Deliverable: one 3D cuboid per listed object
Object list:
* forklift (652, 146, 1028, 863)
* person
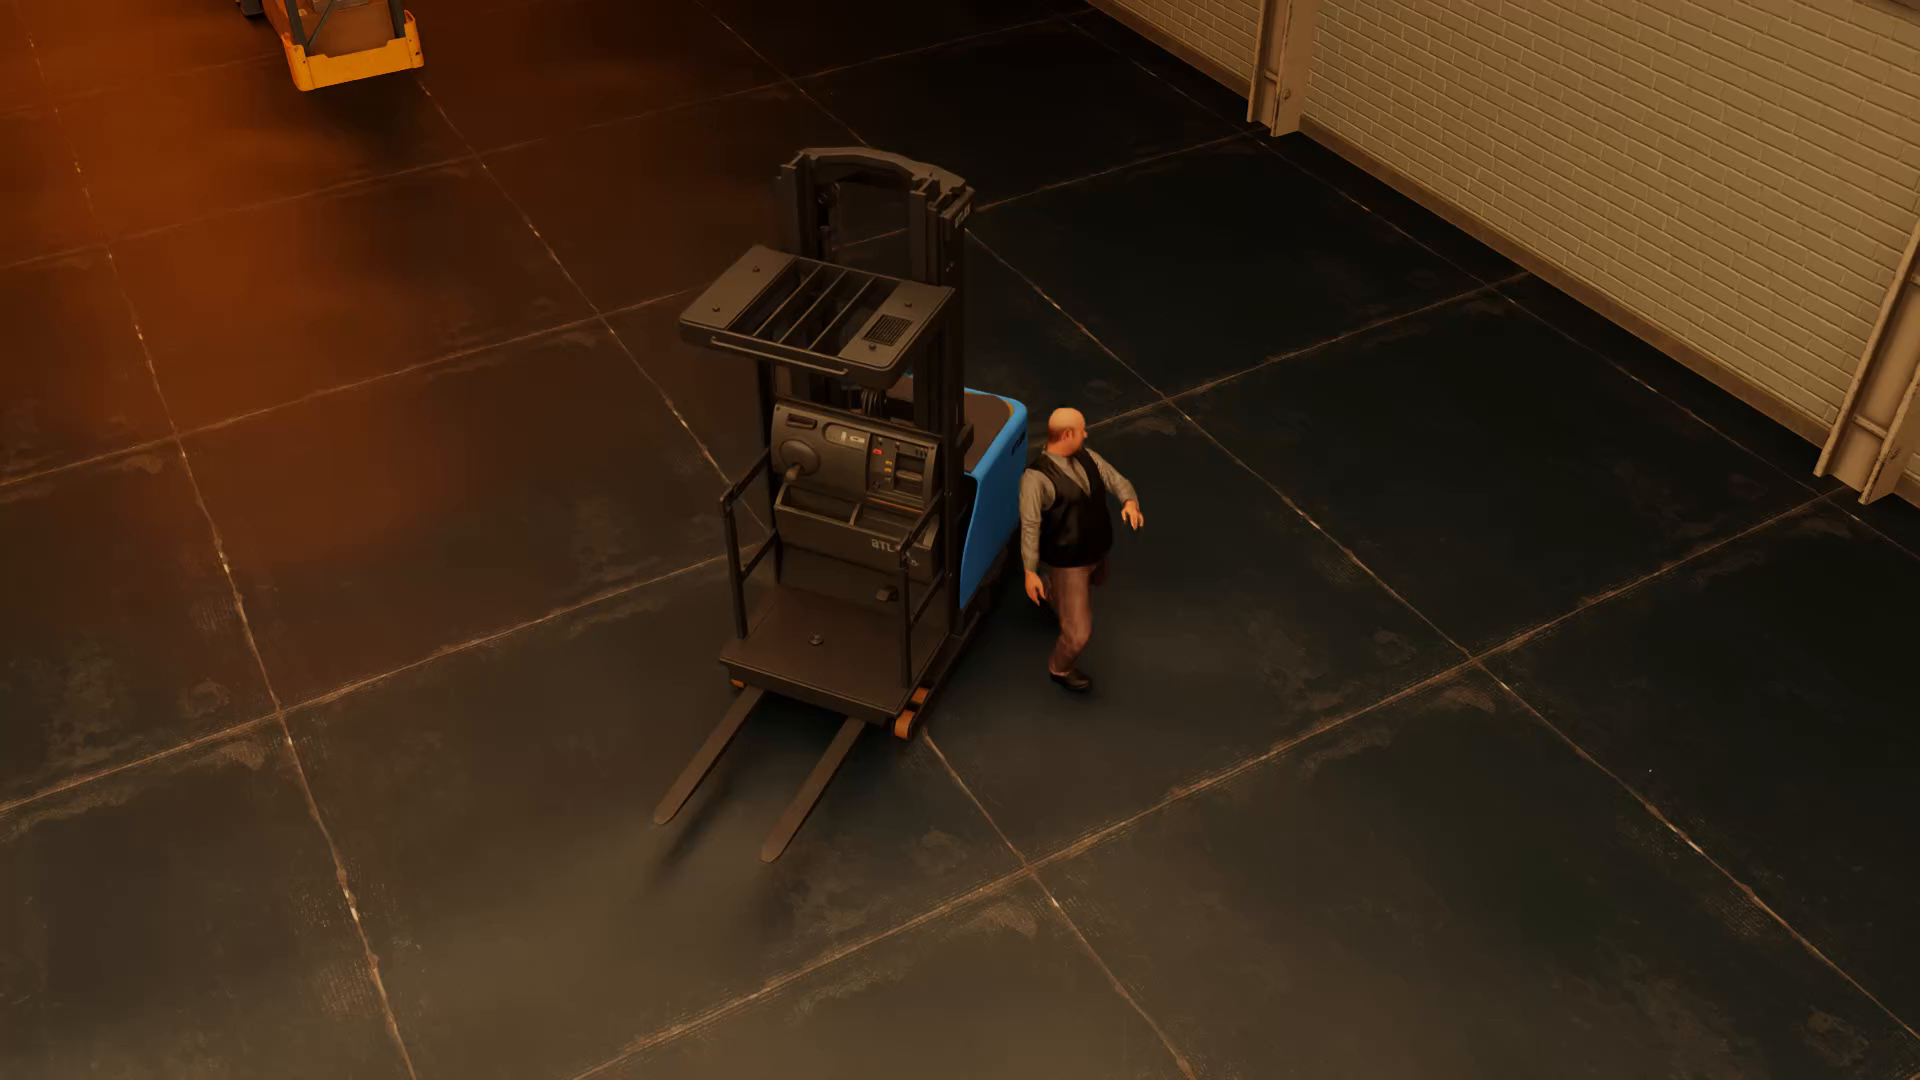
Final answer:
[{"bbox_3d":[-0.636,-0.357,8.466,1.130,2.935,3.031,15,42,18],"label":"forklift"},{"bbox_3d":[0.593,0.103,8.986,0.833,1.557,0.849,21,44,23],"label":"person"}]
